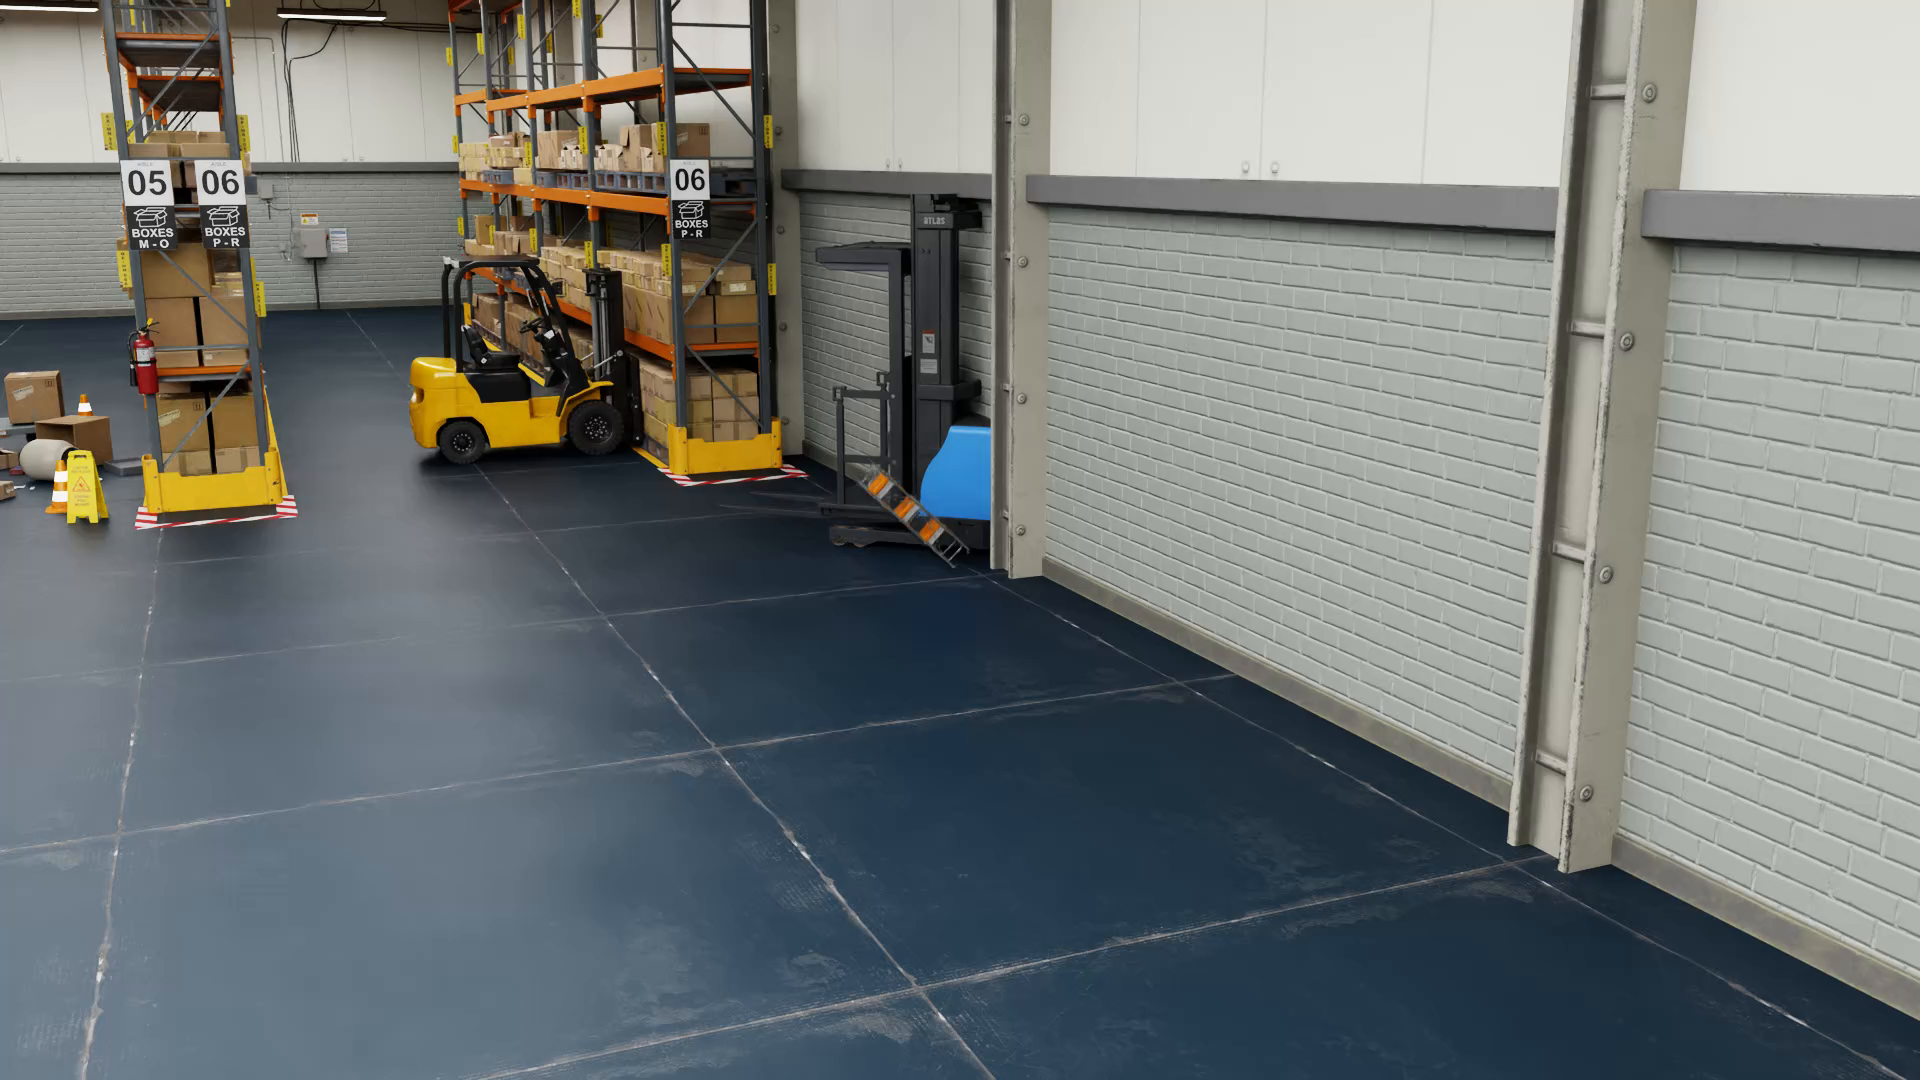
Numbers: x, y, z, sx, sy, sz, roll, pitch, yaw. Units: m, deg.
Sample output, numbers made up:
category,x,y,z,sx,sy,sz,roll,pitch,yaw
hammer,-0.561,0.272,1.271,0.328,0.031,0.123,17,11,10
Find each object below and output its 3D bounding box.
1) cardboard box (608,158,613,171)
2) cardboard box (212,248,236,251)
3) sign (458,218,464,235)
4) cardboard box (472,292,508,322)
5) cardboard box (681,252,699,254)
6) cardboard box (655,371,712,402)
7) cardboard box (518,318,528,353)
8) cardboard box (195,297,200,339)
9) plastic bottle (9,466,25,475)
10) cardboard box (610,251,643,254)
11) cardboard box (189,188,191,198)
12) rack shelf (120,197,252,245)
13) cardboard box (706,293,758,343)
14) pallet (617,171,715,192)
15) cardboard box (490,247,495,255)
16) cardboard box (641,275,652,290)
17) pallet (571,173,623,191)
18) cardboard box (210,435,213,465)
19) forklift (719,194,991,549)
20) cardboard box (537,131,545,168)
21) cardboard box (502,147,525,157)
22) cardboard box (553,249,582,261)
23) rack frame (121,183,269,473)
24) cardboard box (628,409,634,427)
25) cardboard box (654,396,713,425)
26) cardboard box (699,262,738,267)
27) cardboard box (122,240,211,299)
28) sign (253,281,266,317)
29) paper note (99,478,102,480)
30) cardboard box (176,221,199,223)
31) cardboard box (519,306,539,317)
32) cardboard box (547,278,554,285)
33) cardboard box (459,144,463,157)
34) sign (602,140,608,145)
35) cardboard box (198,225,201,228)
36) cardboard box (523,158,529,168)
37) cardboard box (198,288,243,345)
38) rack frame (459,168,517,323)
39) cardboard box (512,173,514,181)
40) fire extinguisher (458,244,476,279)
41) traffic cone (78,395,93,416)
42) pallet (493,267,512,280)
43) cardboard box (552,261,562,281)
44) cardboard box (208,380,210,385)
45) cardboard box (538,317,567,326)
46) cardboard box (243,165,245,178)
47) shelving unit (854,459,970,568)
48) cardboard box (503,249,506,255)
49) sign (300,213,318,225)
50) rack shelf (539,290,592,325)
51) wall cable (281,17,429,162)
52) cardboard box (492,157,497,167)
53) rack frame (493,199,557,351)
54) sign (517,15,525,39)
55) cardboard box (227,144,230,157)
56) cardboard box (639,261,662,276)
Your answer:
category,x,y,z,sx,sy,sz,roll,pitch,yaw
cardboard box,-3.882,-4.366,19.332,0.380,0.149,0.250,-5,14,-21
cardboard box,-8.502,-3.447,19.358,0.380,0.149,0.250,-6,14,-23
sign,-9.395,-5.904,31.308,0.100,0.325,0.005,-6,14,-23
cardboard box,-8.740,-4.385,31.269,0.797,0.503,0.637,-6,14,-25
cardboard box,-3.348,-3.368,19.950,0.380,0.149,0.250,-6,14,-24
cardboard box,-2.959,-1.645,17.774,0.500,0.250,0.500,-5,14,-21
cardboard box,-6.688,-3.251,26.378,0.500,0.500,0.500,-6,14,-25
cardboard box,-7.899,-2.265,16.623,0.500,0.500,0.500,-6,14,-23
plastic bottle,-9.839,-0.736,17.413,0.133,0.061,0.283,-3,13,-13
cardboard box,-4.032,-3.425,20.196,0.380,0.149,0.250,-5,14,-22
cardboard box,-7.700,-3.577,17.075,0.380,0.149,0.250,-6,14,-23
rack shelf,-7.837,-3.301,16.923,1.077,0.370,4.000,-6,14,-23
cardboard box,-2.433,-2.402,17.874,0.500,0.500,0.500,-5,14,-21
pallet,-3.241,-4.045,18.739,1.003,0.211,1.213,-6,14,-23
cardboard box,-7.723,-4.860,28.390,0.500,0.250,0.500,-5,14,-22
cardboard box,-3.301,-2.849,18.368,0.380,0.149,0.250,-6,14,-25
pallet,-4.456,-4.602,21.371,0.805,0.209,1.217,-6,14,-25
cardboard box,-7.806,-0.892,16.739,0.500,0.250,0.500,-6,14,-23
forklift,-0.594,-1.474,14.239,3.031,2.935,1.130,4,14,18
cardboard box,-5.627,-5.470,23.326,0.500,0.500,0.500,-5,14,-22
cardboard box,-6.907,-6.028,25.855,0.380,0.149,0.250,-6,14,-23
cardboard box,-5.485,-3.992,23.307,0.380,0.149,0.250,-5,14,-22
rack frame,-7.035,-1.777,15.394,1.000,3.000,0.127,-6,14,-23
cardboard box,-3.578,-1.472,19.246,0.500,0.250,0.500,-5,14,-21
cardboard box,-2.970,-1.407,17.854,0.500,0.250,0.500,-6,14,-24
cardboard box,-2.620,-2.935,18.077,0.380,0.149,0.250,-5,14,-22
cardboard box,-7.440,-2.543,15.608,0.700,0.500,0.500,-6,14,-24
sign,-6.538,-2.248,15.509,0.100,0.325,0.005,-6,14,-23
paper note,-8.841,-0.623,16.992,0.142,0.019,0.148,-12,18,-42
cardboard box,-11.289,-4.362,24.127,0.500,0.500,0.500,-6,14,-24
cardboard box,-6.913,-3.697,26.866,0.380,0.149,0.250,-6,14,-23
cardboard box,-5.543,-3.588,23.551,0.500,0.250,0.500,-6,14,-24
cardboard box,-8.951,-7.194,30.712,0.500,0.250,0.500,-6,14,-24
sign,-5.182,-5.679,24.280,0.100,0.325,0.005,-6,14,-23
cardboard box,-10.214,-4.089,22.948,0.500,0.500,0.500,-6,14,-25
cardboard box,-6.363,-5.672,25.021,0.380,0.149,0.250,-6,14,-23
cardboard box,-7.182,-2.200,16.342,0.500,0.500,0.500,-5,14,-21
rack frame,-8.898,-5.532,31.618,1.000,3.000,0.127,-6,14,-23
cardboard box,-7.711,-6.092,27.943,0.380,0.149,0.250,-6,14,-23
fire extinguisher,-9.381,-5.301,31.619,0.296,0.674,0.183,-6,14,-23
traffic cone,-10.417,-1.497,19.812,0.336,0.463,0.334,-6,14,-23
pallet,-7.076,-4.437,27.313,1.003,0.211,1.213,-6,14,-23
cardboard box,-5.347,-3.722,23.024,0.500,0.250,0.500,-6,14,-24
cardboard box,-7.744,-1.525,17.812,0.500,0.500,0.500,-5,14,-20
cardboard box,-6.123,-3.261,24.980,0.380,0.149,0.250,-6,14,-26
cardboard box,-7.186,-3.543,16.046,0.500,0.250,0.500,-6,14,-24
shelving unit,-0.382,-0.210,13.290,1.050,0.215,0.252,42,1,-17
cardboard box,-7.091,-4.523,26.625,0.396,0.266,0.258,-5,14,-20
sign,-13.875,-6.845,35.461,0.339,0.242,0.001,-6,14,-23
rack shelf,-4.892,-3.115,22.772,1.077,0.370,4.000,-6,14,-23
wall cable,-12.724,-9.484,35.309,2.988,3.039,0.133,-6,14,-23
cardboard box,-7.254,-6.040,26.565,0.380,0.149,0.250,-5,14,-22
rack frame,-7.296,-4.705,28.047,1.000,3.000,0.127,-6,14,-23
sign,-6.187,-7.244,23.465,0.100,0.325,0.005,-6,14,-23
cardboard box,-7.150,-3.704,15.858,0.380,0.149,0.250,-6,14,-23
cardboard box,-3.320,-2.992,18.326,0.380,0.149,0.250,-5,14,-22
